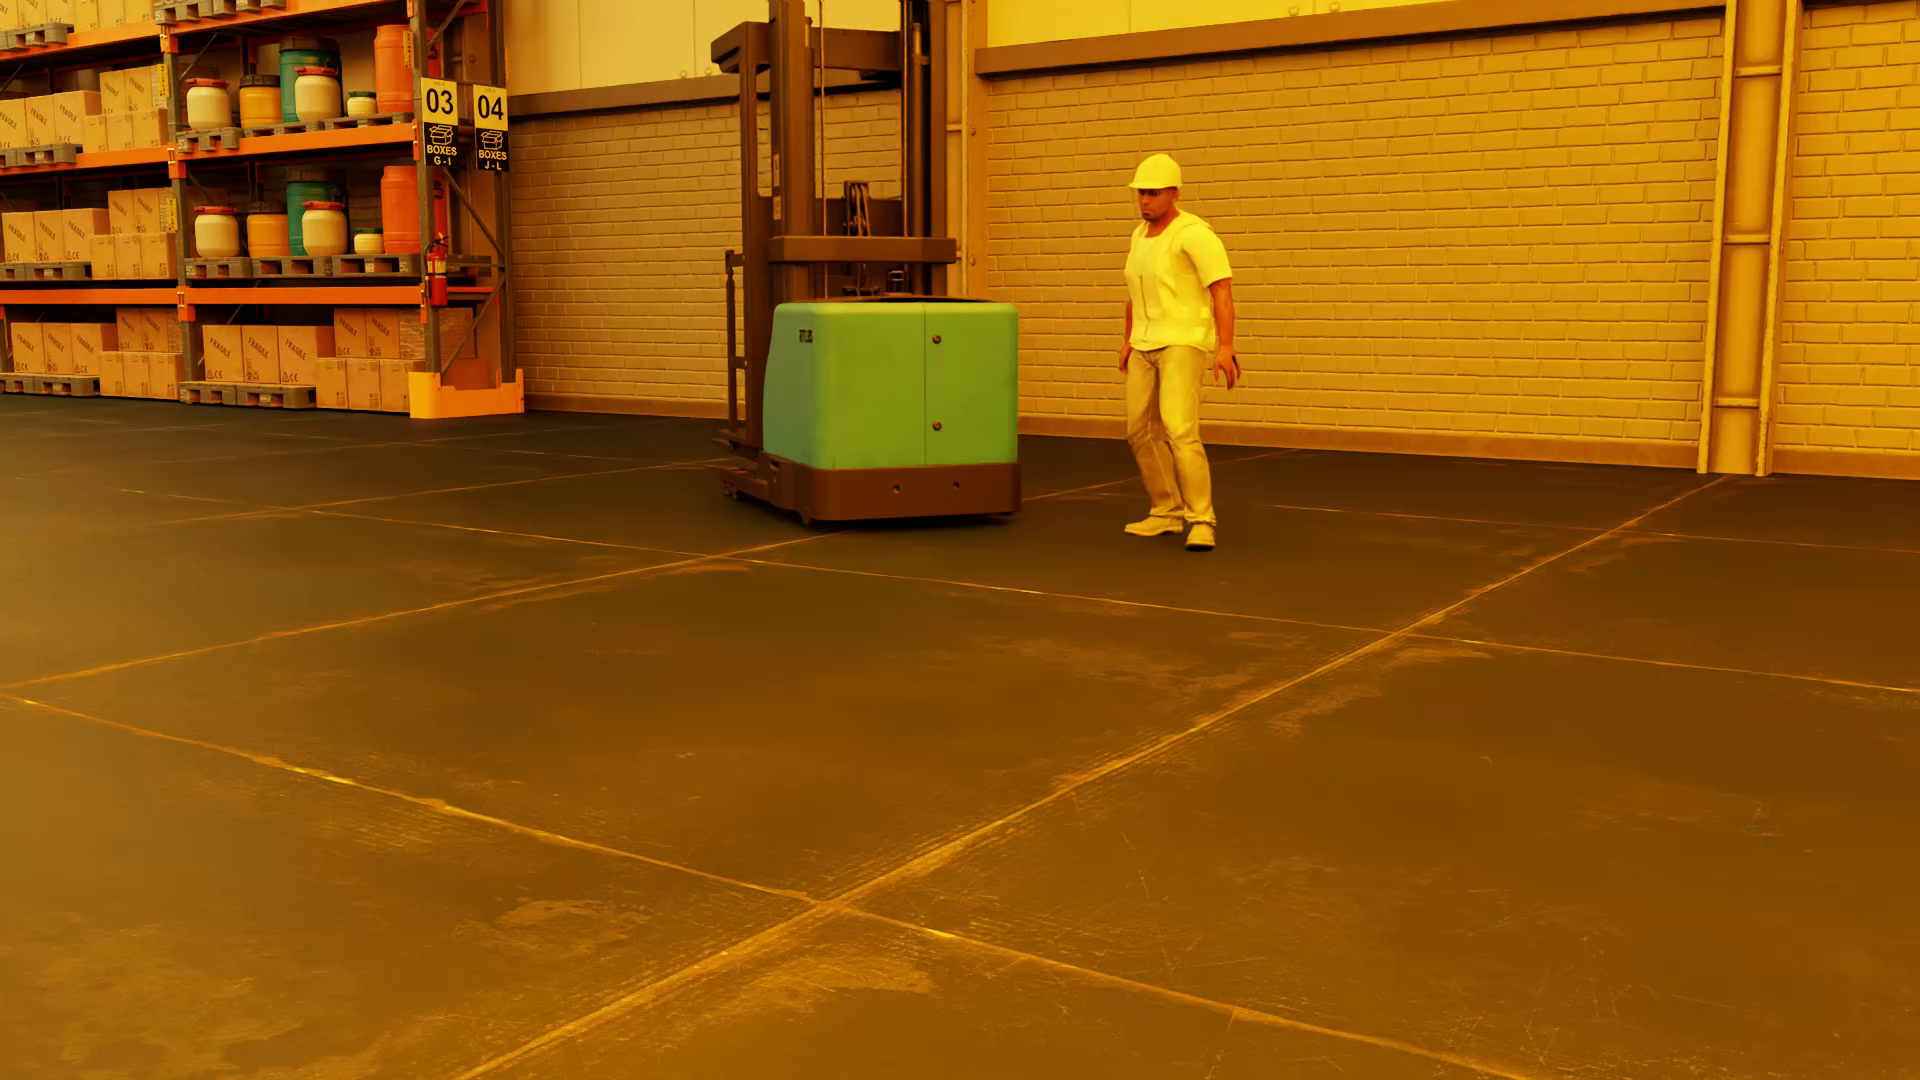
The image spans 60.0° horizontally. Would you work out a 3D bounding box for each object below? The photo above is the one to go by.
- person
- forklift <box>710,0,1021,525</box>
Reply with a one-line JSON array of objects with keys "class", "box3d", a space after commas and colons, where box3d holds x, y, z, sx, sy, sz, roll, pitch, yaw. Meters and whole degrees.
[{"class": "person", "box3d": [0.930, -0.866, 7.555, 0.449, 1.733, 0.875, -5, 10, -32]}, {"class": "forklift", "box3d": [-0.711, -1.690, 9.077, 1.130, 2.935, 3.031, -3, 9, -21]}]
